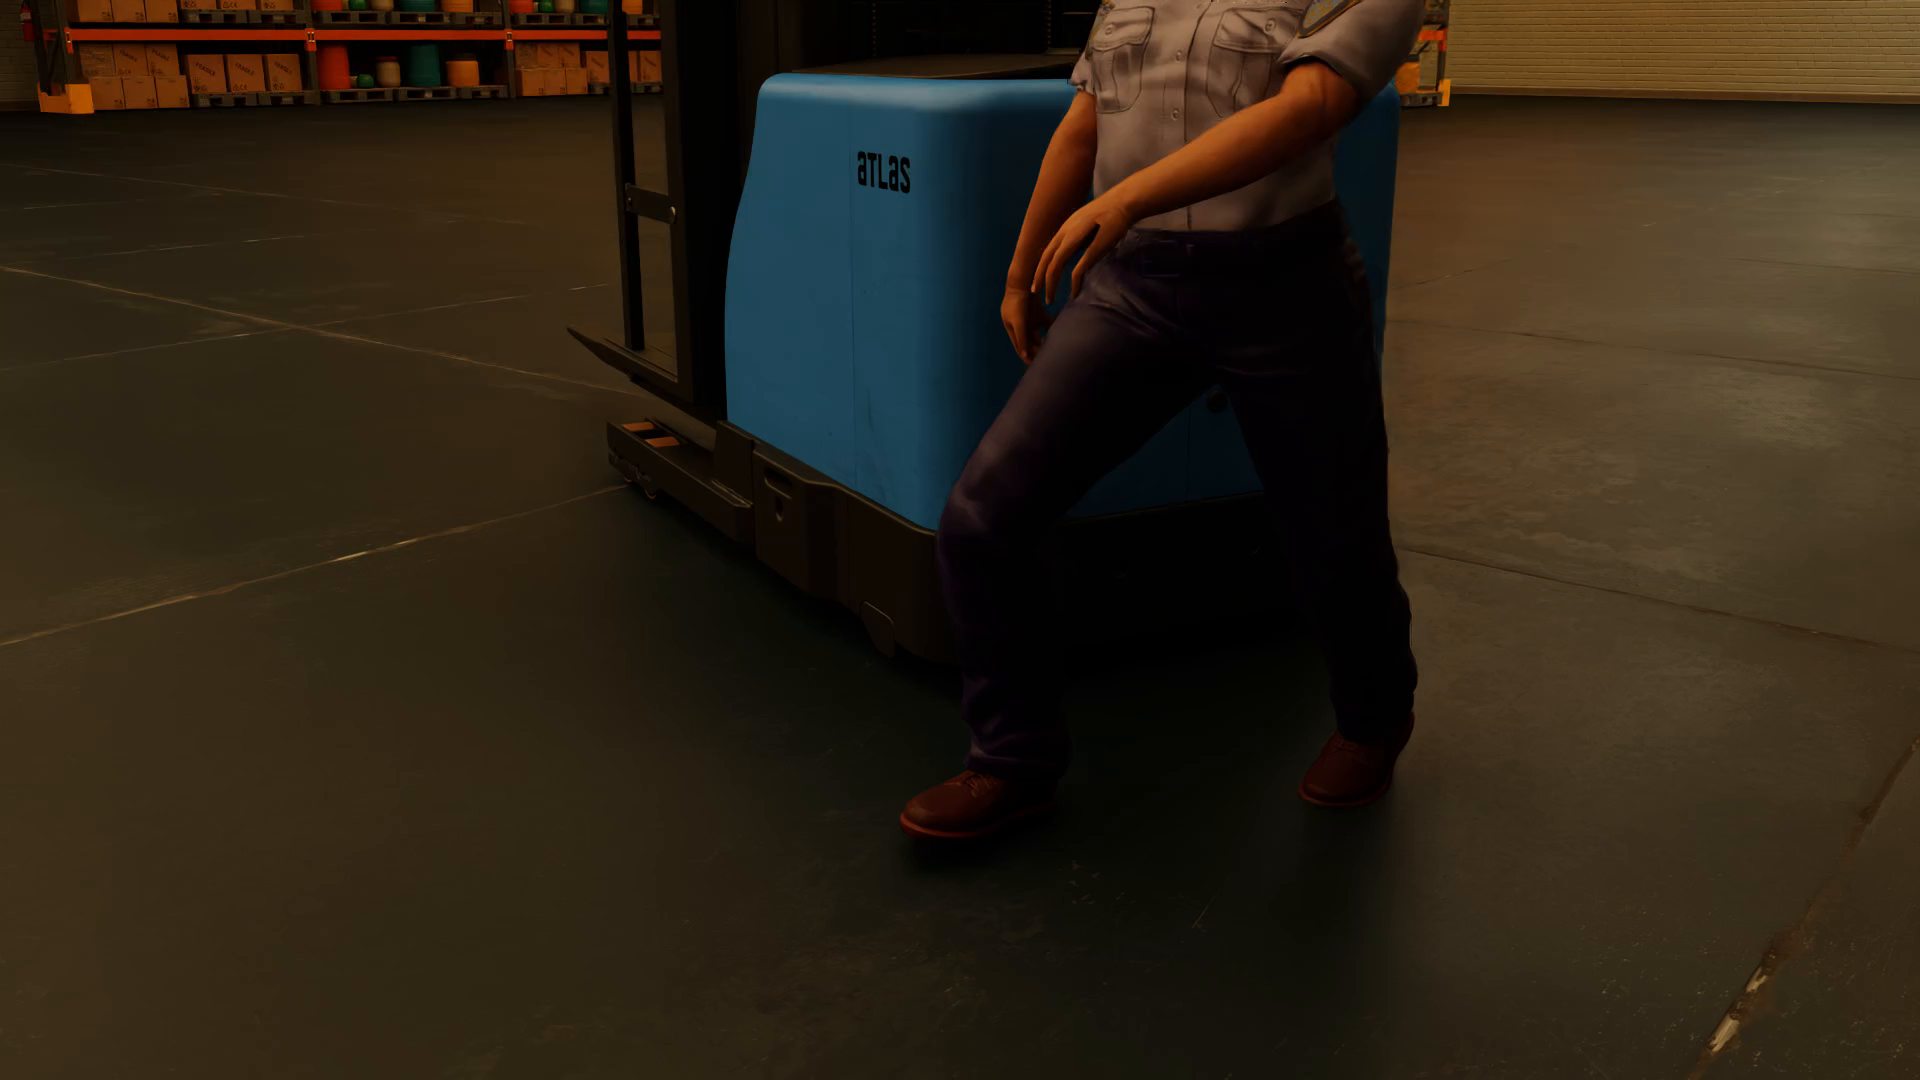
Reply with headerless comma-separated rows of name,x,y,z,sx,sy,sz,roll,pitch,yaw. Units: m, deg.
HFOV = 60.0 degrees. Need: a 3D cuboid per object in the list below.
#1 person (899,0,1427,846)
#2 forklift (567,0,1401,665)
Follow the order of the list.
person,0.314,-0.326,2.371,0.657,1.561,0.806,10,20,31
forklift,-0.288,-1.559,4.031,1.130,2.935,3.031,-9,19,-27
